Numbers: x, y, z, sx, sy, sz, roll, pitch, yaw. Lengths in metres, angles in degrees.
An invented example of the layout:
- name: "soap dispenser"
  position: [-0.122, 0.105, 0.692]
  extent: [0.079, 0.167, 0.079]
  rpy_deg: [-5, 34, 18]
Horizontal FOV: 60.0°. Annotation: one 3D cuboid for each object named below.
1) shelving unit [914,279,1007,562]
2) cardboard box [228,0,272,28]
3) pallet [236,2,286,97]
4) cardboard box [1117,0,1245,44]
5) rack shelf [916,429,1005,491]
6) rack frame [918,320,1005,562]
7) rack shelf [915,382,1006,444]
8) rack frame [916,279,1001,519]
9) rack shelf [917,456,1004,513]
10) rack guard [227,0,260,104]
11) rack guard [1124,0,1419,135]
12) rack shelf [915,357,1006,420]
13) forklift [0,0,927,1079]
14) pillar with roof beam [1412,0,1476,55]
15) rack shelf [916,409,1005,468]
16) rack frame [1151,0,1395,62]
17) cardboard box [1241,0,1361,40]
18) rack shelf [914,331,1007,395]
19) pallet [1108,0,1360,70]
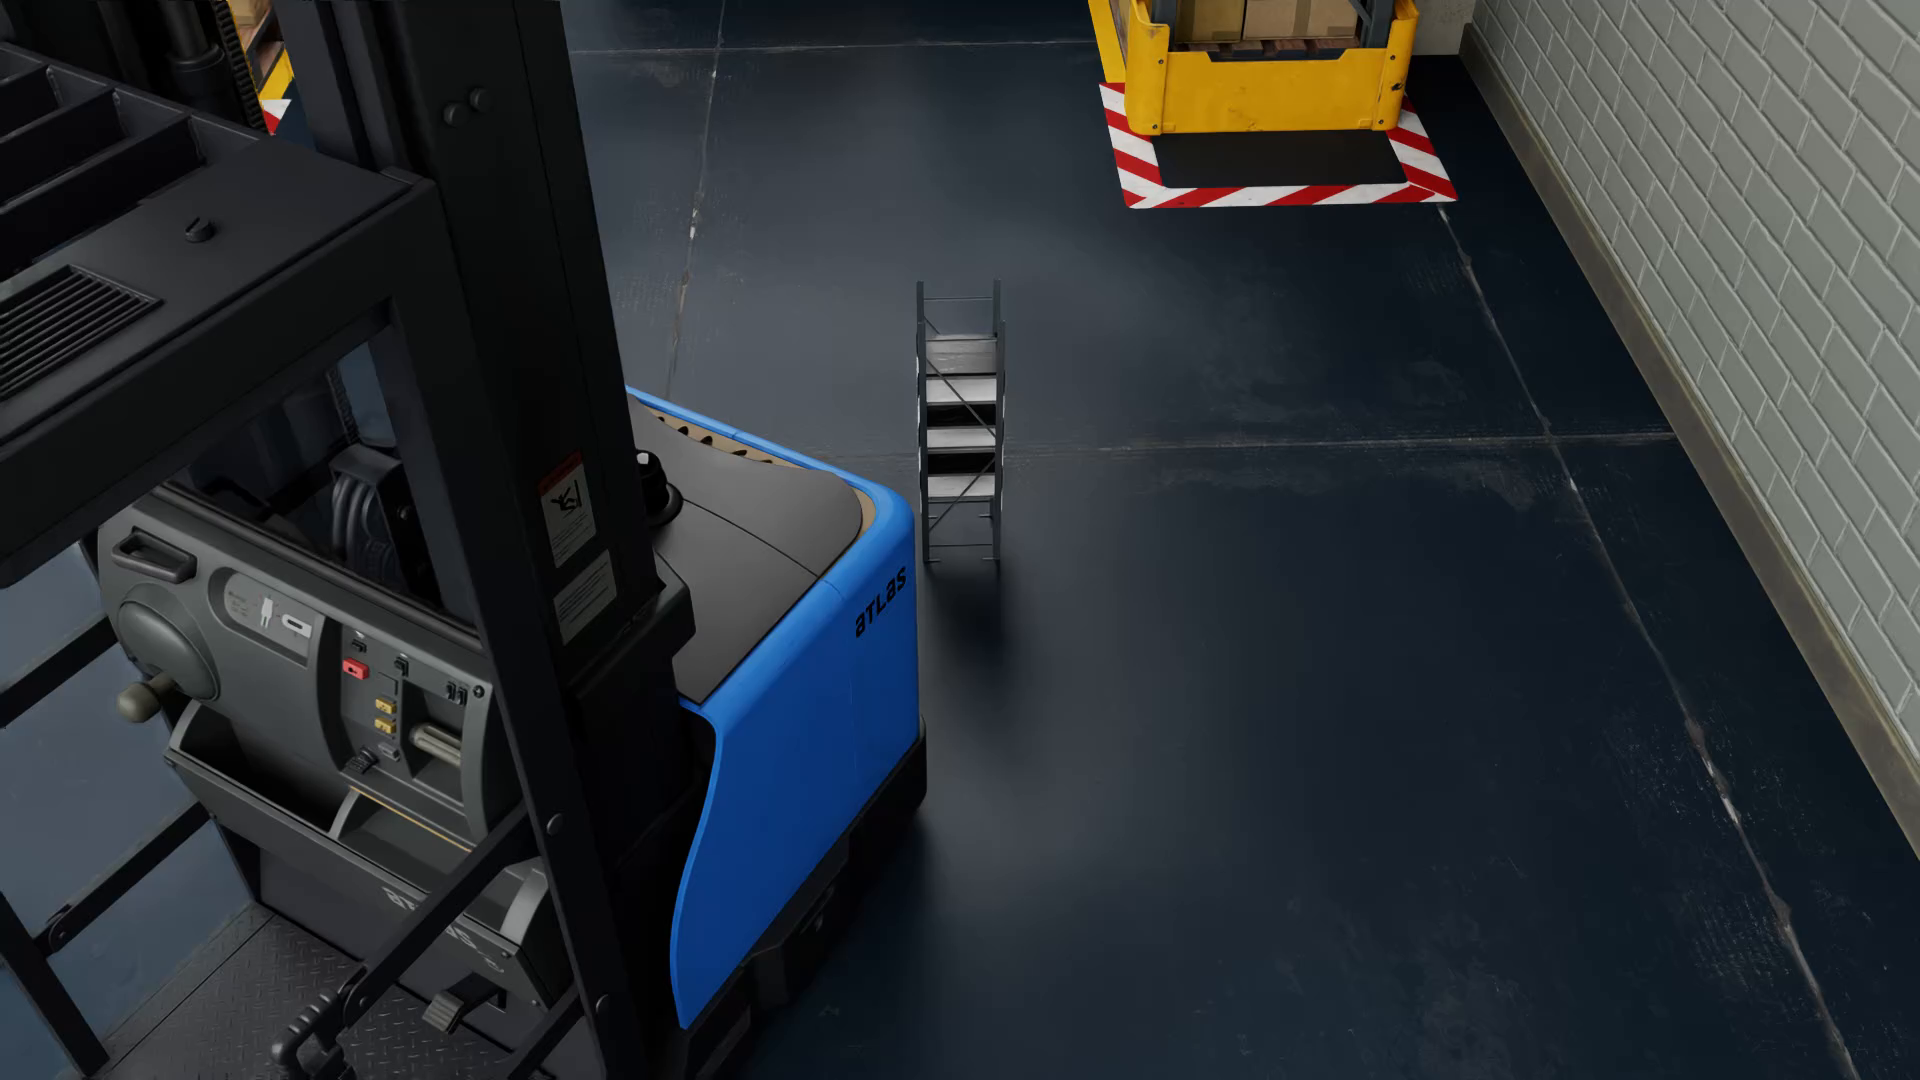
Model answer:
- name: "shelving unit"
  position: [0.000, -0.337, 4.952]
  extent: [0.258, 0.900, 0.210]
  rpy_deg: [-2, 43, -2]
- name: "cardboard box"
  position: [-3.404, -2.542, 7.527]
  extent: [0.500, 0.250, 0.500]
  rpy_deg: [-2, 43, -2]
- name: "pallet"
  position: [-3.649, -2.421, 7.735]
  extent: [1.003, 0.211, 1.213]
  rpy_deg: [-2, 43, -2]
- name: "cardboard box"
  position: [0.977, -2.442, 7.419]
  extent: [0.500, 0.250, 0.500]
  rpy_deg: [-1, 43, -1]
- name: "rack shelf"
  position: [0.000, -0.246, 5.035]
  extent: [0.258, 0.077, 0.200]
  rpy_deg: [-2, 43, -2]
- name: "rack frame"
  position: [0.004, -0.269, 4.877]
  extent: [0.240, 0.900, 0.006]
  rpy_deg: [-2, 43, -2]
- name: "rack shelf"
  position: [0.000, -0.379, 4.914]
  extent: [0.258, 0.077, 0.200]
  rpy_deg: [-2, 43, -2]
- name: "rack frame"
  position: [-0.005, -0.406, 5.027]
  extent: [0.240, 0.900, 0.006]
  rpy_deg: [-2, 43, -2]
- name: "rack shelf"
  position: [0.000, -0.180, 5.096]
  extent: [0.258, 0.077, 0.200]
  rpy_deg: [-2, 43, -2]
- name: "rack guard"
  position: [-3.649, -1.978, 7.038]
  extent: [1.175, 0.500, 0.348]
  rpy_deg: [-2, 43, -2]
- name: "rack guard"
  position: [1.314, -2.055, 7.122]
  extent: [1.175, 0.500, 0.348]
  rpy_deg: [-2, 43, -2]
- name: "rack shelf"
  position: [0.000, -0.445, 4.853]
  extent: [0.258, 0.077, 0.200]
  rpy_deg: [-2, 43, -2]
- name: "forklift"
  position: [-1.267, 0.308, 2.745]
  extent: [1.130, 2.935, 3.031]
  rpy_deg: [22, 47, 22]
- name: "pillar with roof beam"
  position: [-2.117, -5.577, 4.674]
  extent: [9.100, 9.000, 0.400]
  rpy_deg: [-2, 43, -2]
- name: "rack shelf"
  position: [0.000, -0.313, 4.974]
  extent: [0.258, 0.077, 0.200]
  rpy_deg: [-2, 43, -2]
- name: "rack frame"
  position: [1.313, -2.993, 6.295]
  extent: [1.000, 3.000, 0.127]
  rpy_deg: [-2, 43, -2]
- name: "cardboard box"
  position: [1.487, -2.471, 7.450]
  extent: [0.500, 0.250, 0.500]
  rpy_deg: [-1, 43, -2]
- name: "rack shelf"
  position: [0.000, -0.512, 4.792]
  extent: [0.258, 0.077, 0.200]
  rpy_deg: [-2, 43, -2]
- name: "pallet"
  position: [1.239, -2.480, 7.799]
  extent: [1.003, 0.211, 1.213]
  rpy_deg: [-2, 43, -2]
